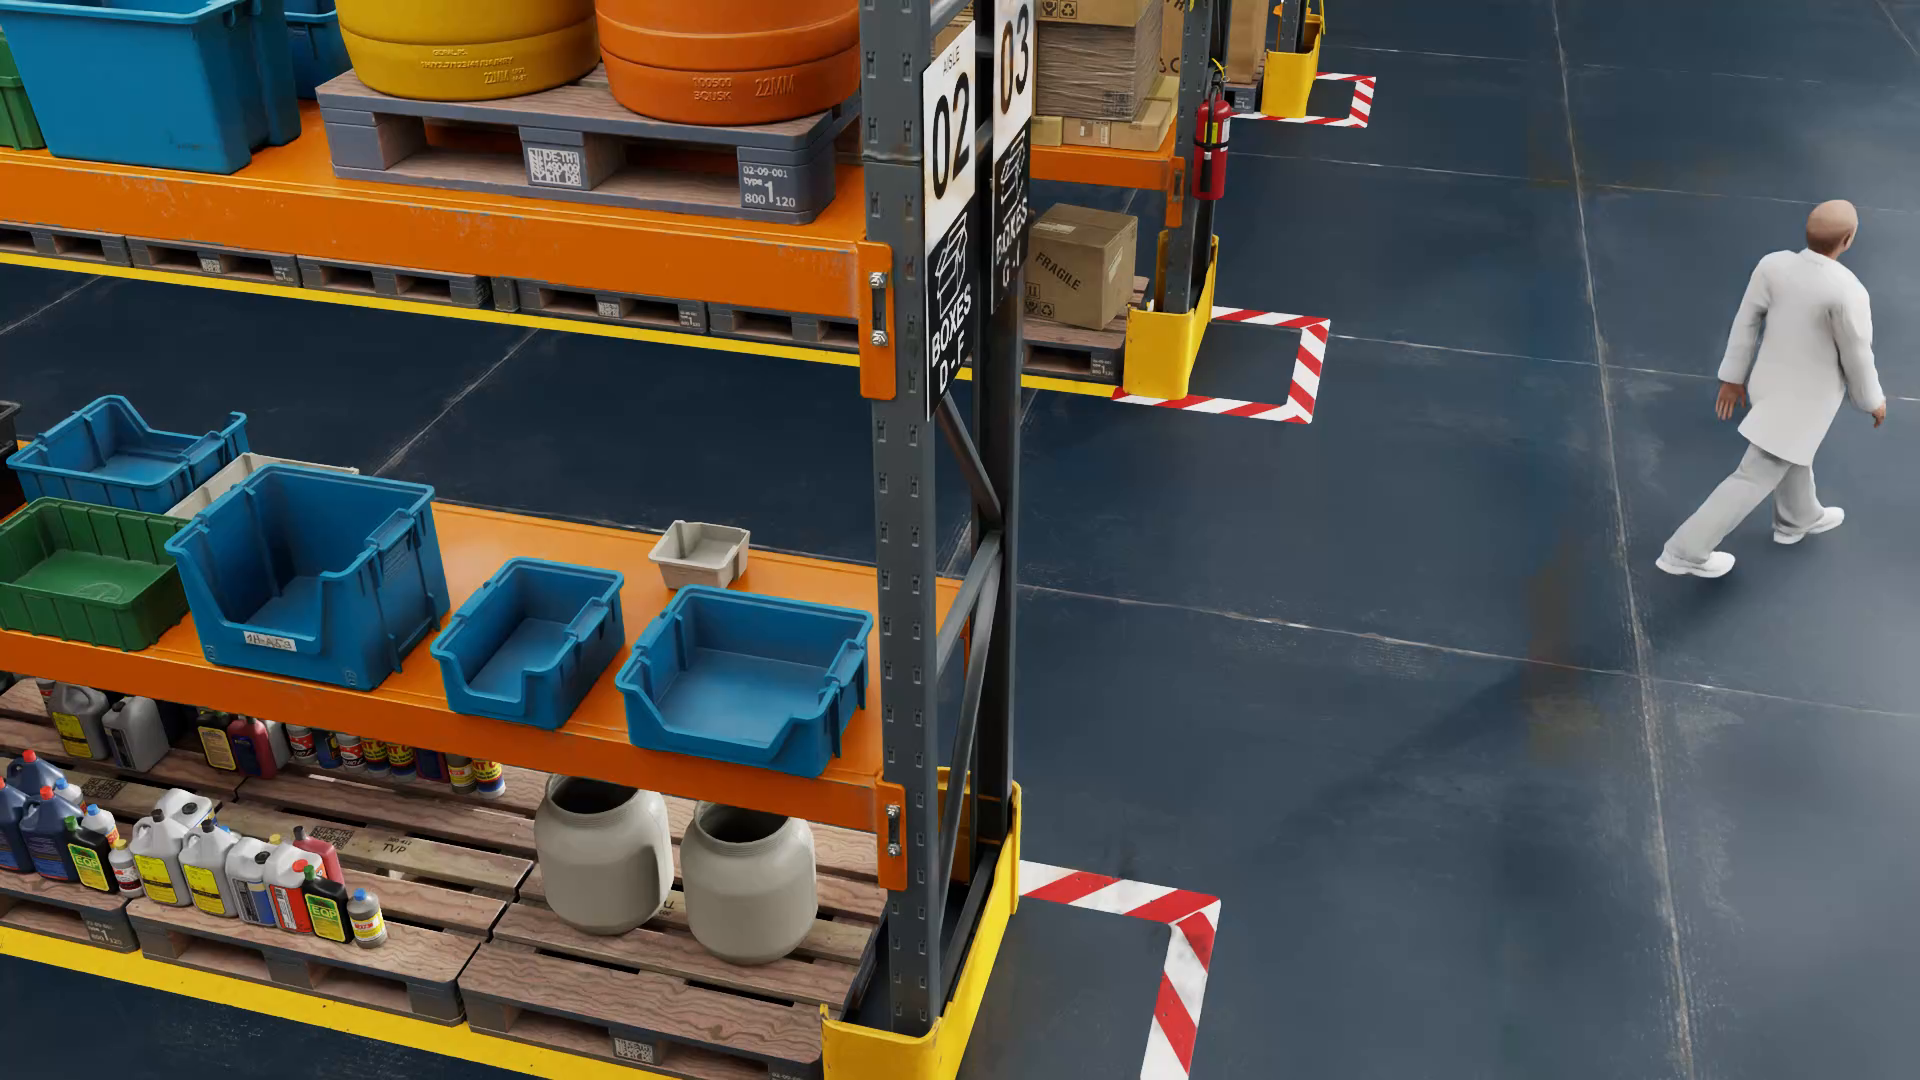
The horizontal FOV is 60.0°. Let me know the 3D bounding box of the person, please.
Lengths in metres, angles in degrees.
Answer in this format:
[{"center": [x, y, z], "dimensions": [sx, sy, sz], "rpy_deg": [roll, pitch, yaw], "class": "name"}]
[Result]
[{"center": [3.637, -0.641, 7.161], "dimensions": [1.118, 1.726, 0.563], "rpy_deg": [-8, 33, -12], "class": "person"}]
